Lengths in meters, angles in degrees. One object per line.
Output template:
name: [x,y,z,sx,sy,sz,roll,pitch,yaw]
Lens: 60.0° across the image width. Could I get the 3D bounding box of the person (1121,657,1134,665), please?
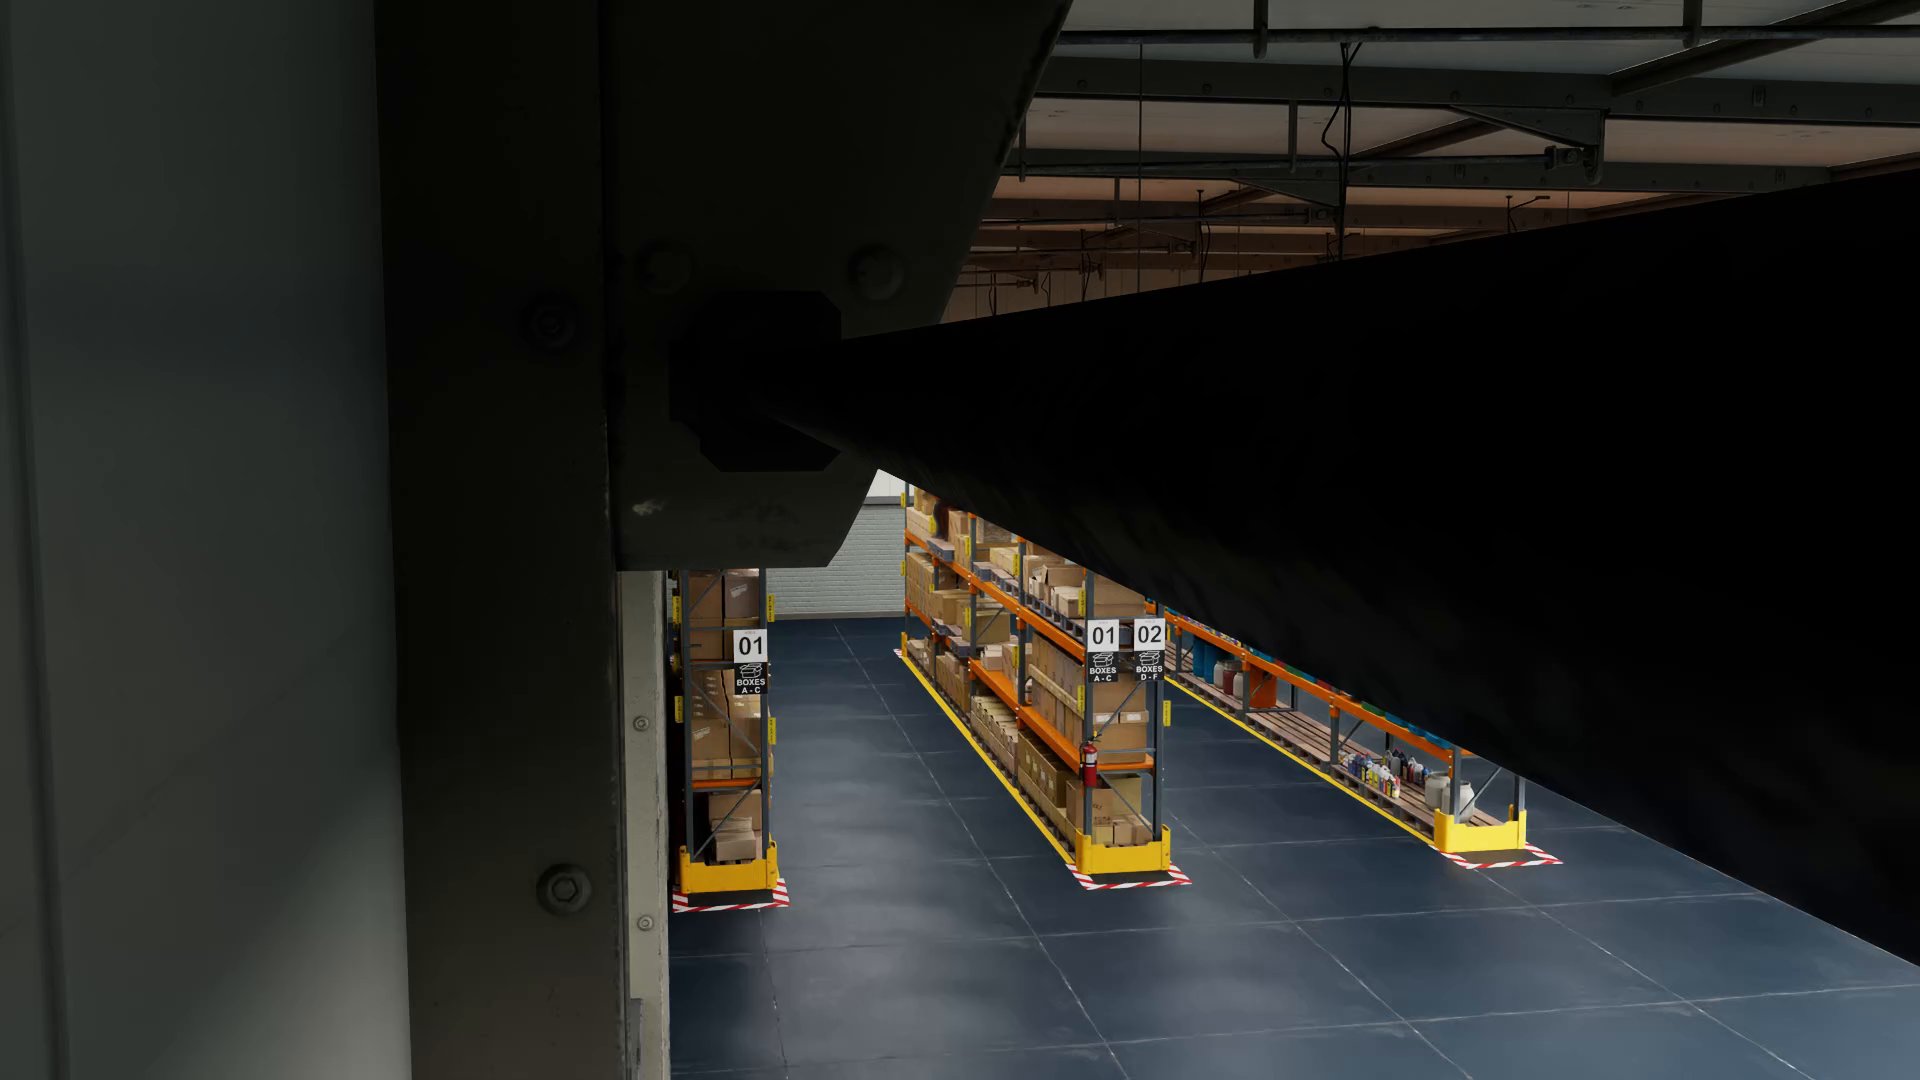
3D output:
person: [3.239,1.920,32.774,0.716,1.737,0.662,1,6,11]
